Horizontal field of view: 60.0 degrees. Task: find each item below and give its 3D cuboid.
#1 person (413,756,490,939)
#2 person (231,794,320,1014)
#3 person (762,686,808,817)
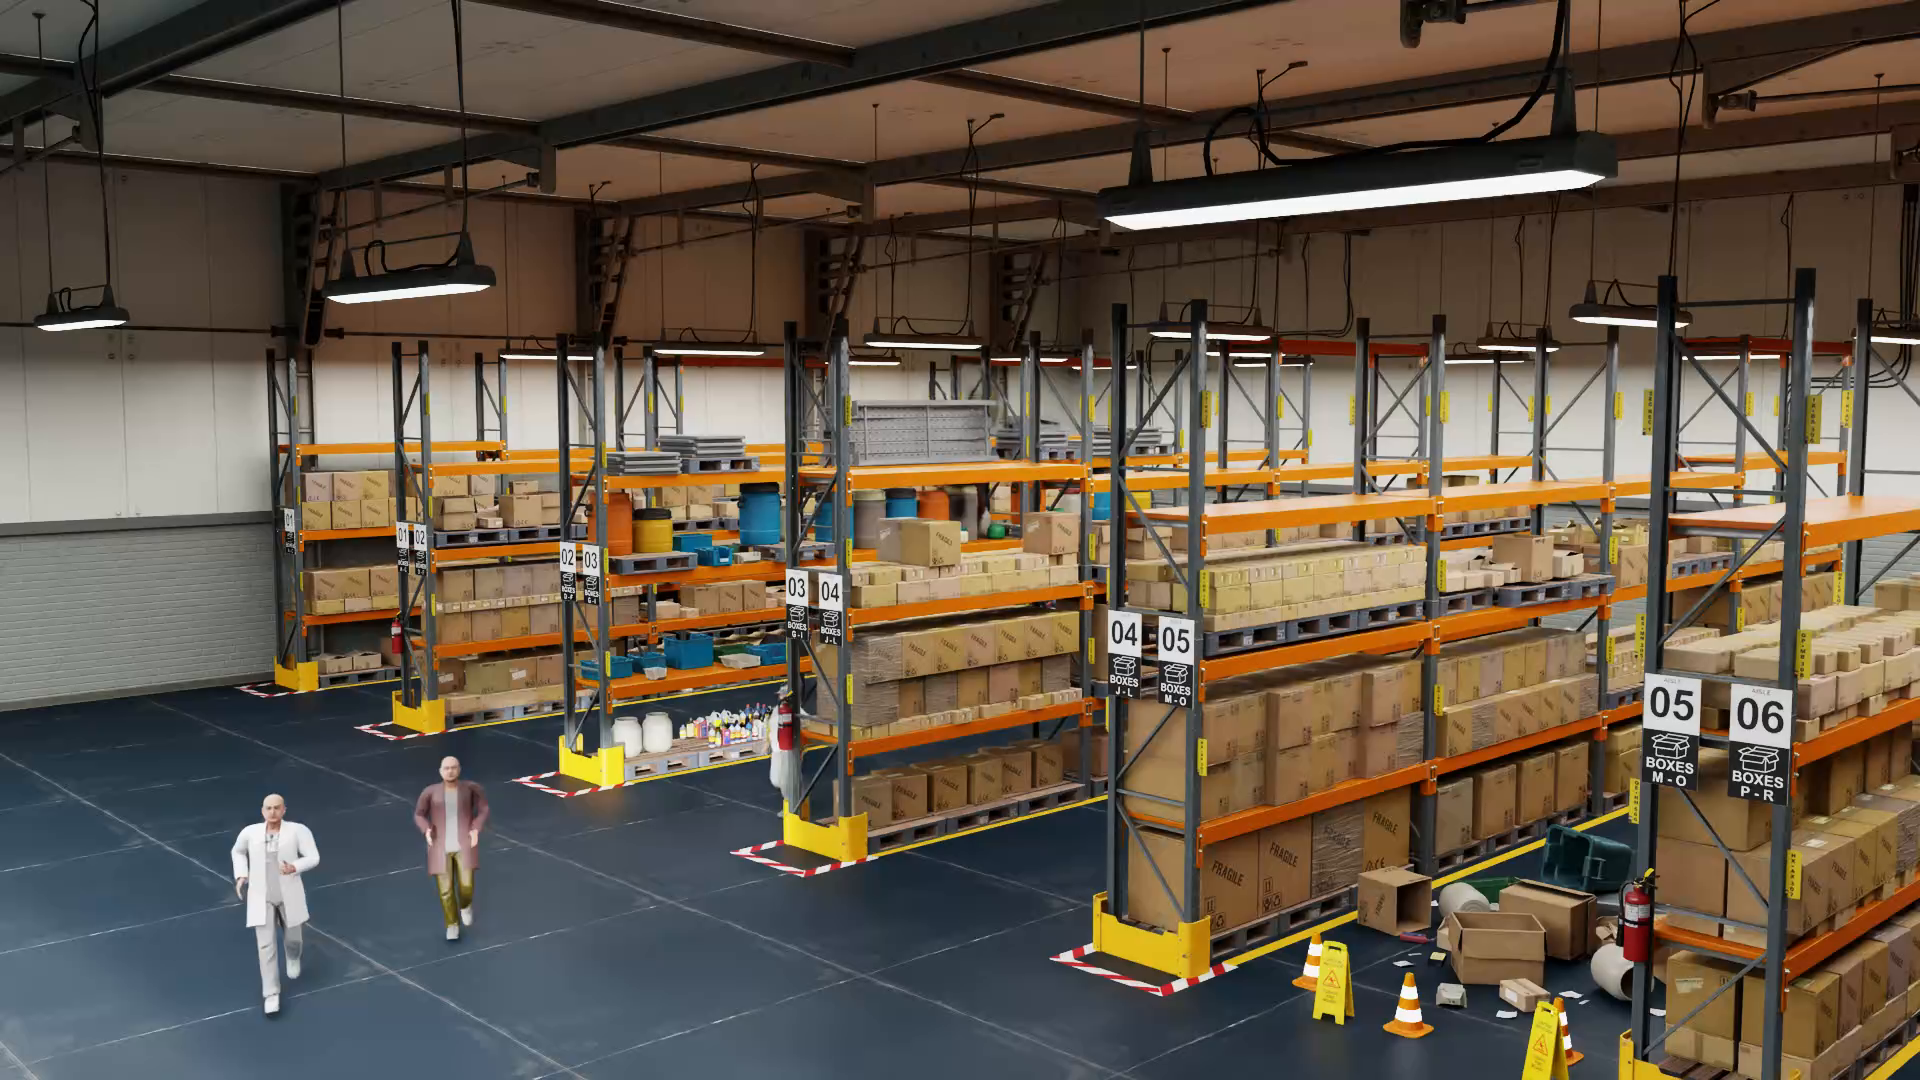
[{"bbox_3d":[-4.840,2.968,15.864,0.705,1.644,0.660,-1,5,-15],"label":"person"},{"bbox_3d":[-5.848,3.044,14.216,0.715,1.754,1.020,-2,5,-19],"label":"person"},{"bbox_3d":[-2.089,2.585,20.599,0.599,1.611,0.609,3,6,30],"label":"person"}]
